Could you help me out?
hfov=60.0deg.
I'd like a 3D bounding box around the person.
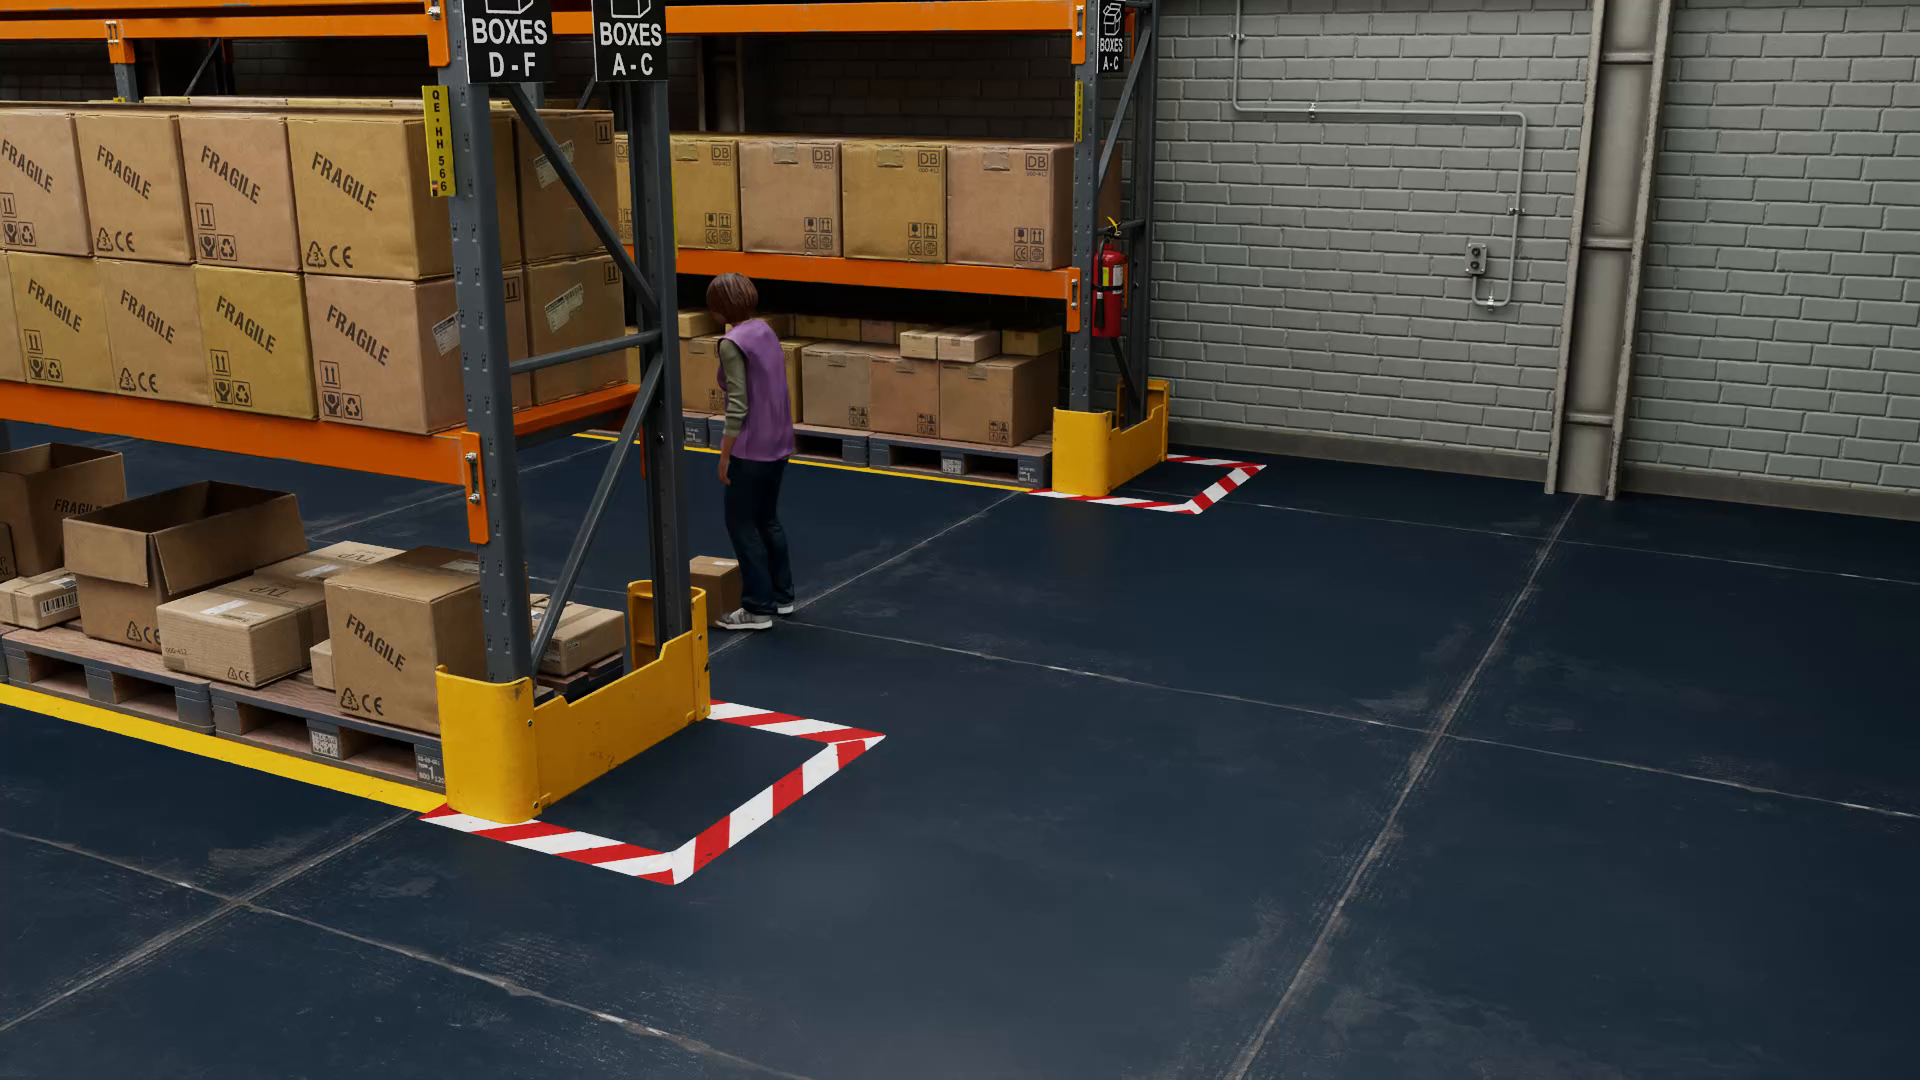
[{"bbox_3d":[-0.925,-0.390,7.408,0.350,1.592,0.474,6,17,21],"label":"person"}]
